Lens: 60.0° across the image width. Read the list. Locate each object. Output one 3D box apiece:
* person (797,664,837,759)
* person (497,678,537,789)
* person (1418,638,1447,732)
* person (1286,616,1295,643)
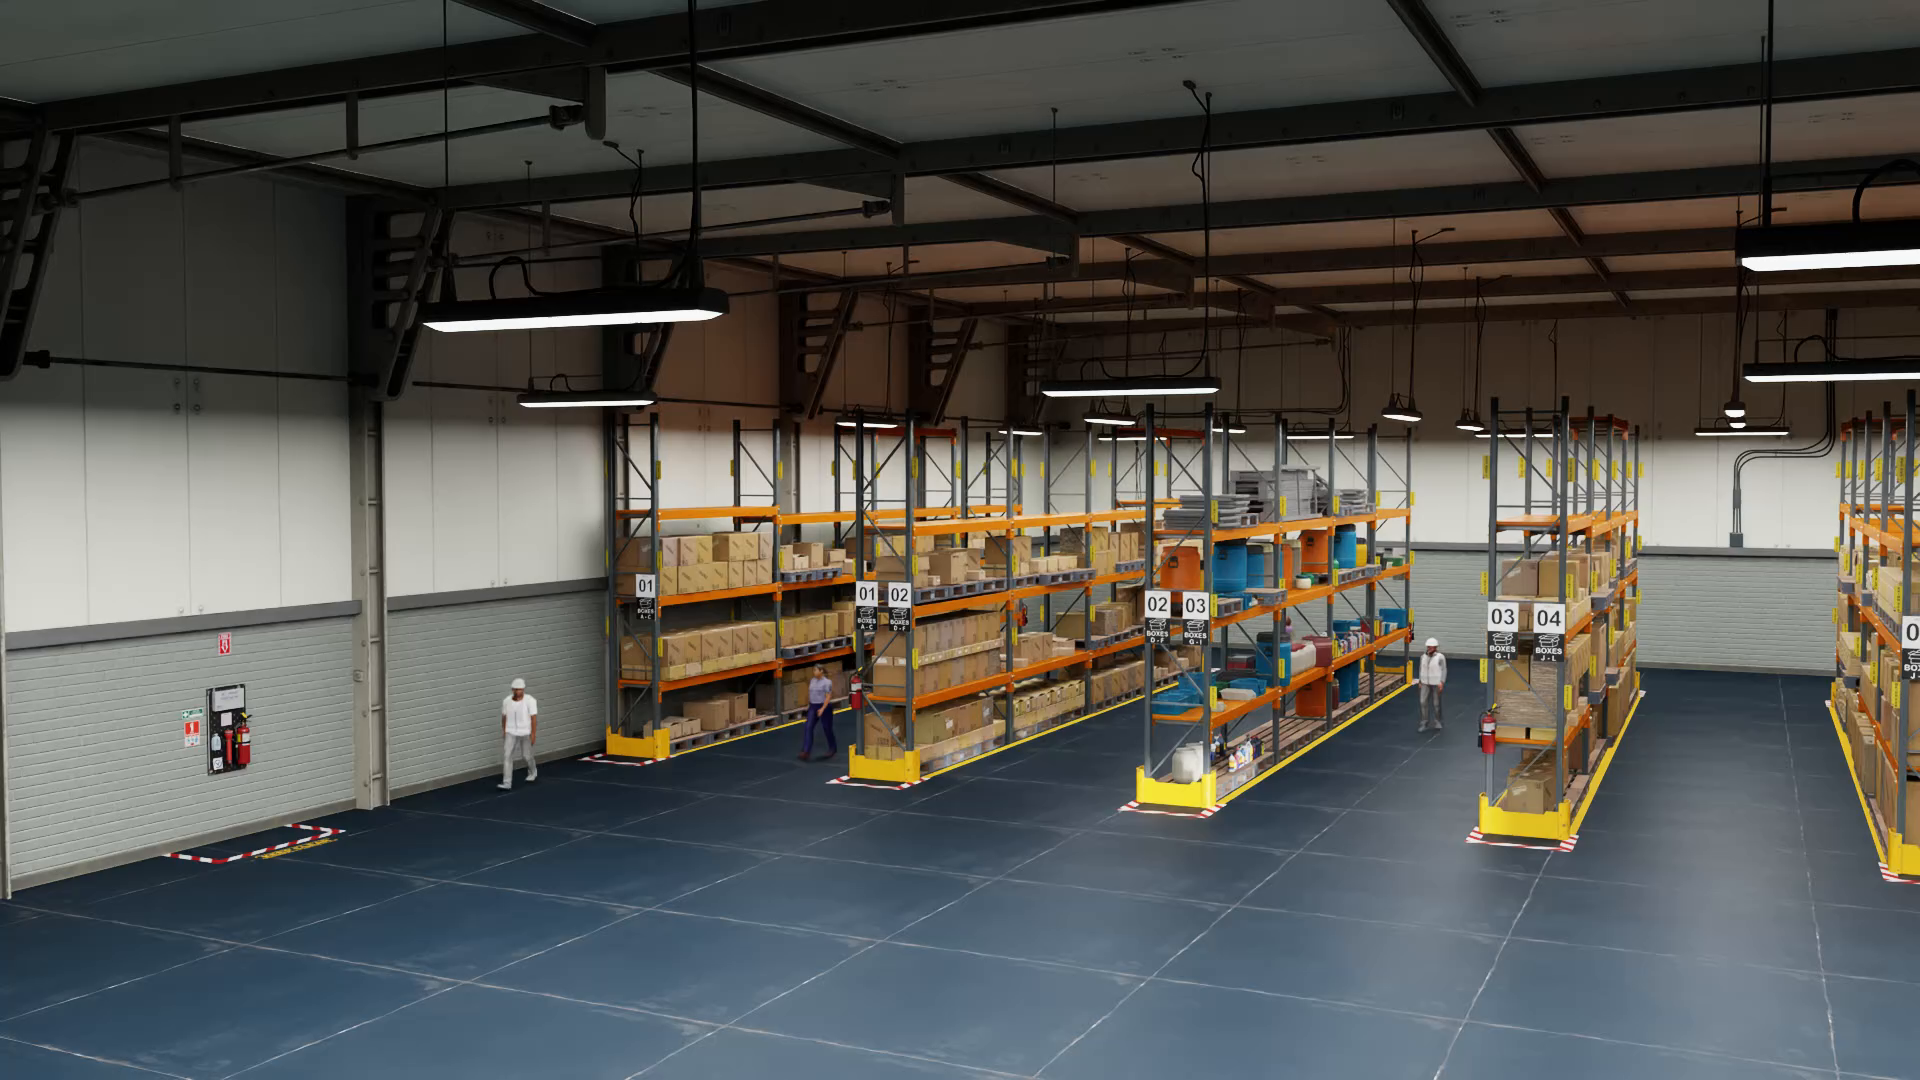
[{"bbox_3d":[-2.472,2.963,28.855,0.499,1.614,0.888,1,3,30],"label":"person"},{"bbox_3d":[-6.962,3.039,26.238,0.578,1.745,0.892,0,2,0],"label":"person"},{"bbox_3d":[9.075,2.737,31.988,0.591,1.711,0.632,2,3,42],"label":"person"},{"bbox_3d":[7.599,2.581,38.683,0.459,1.595,0.460,2,3,36],"label":"person"}]
